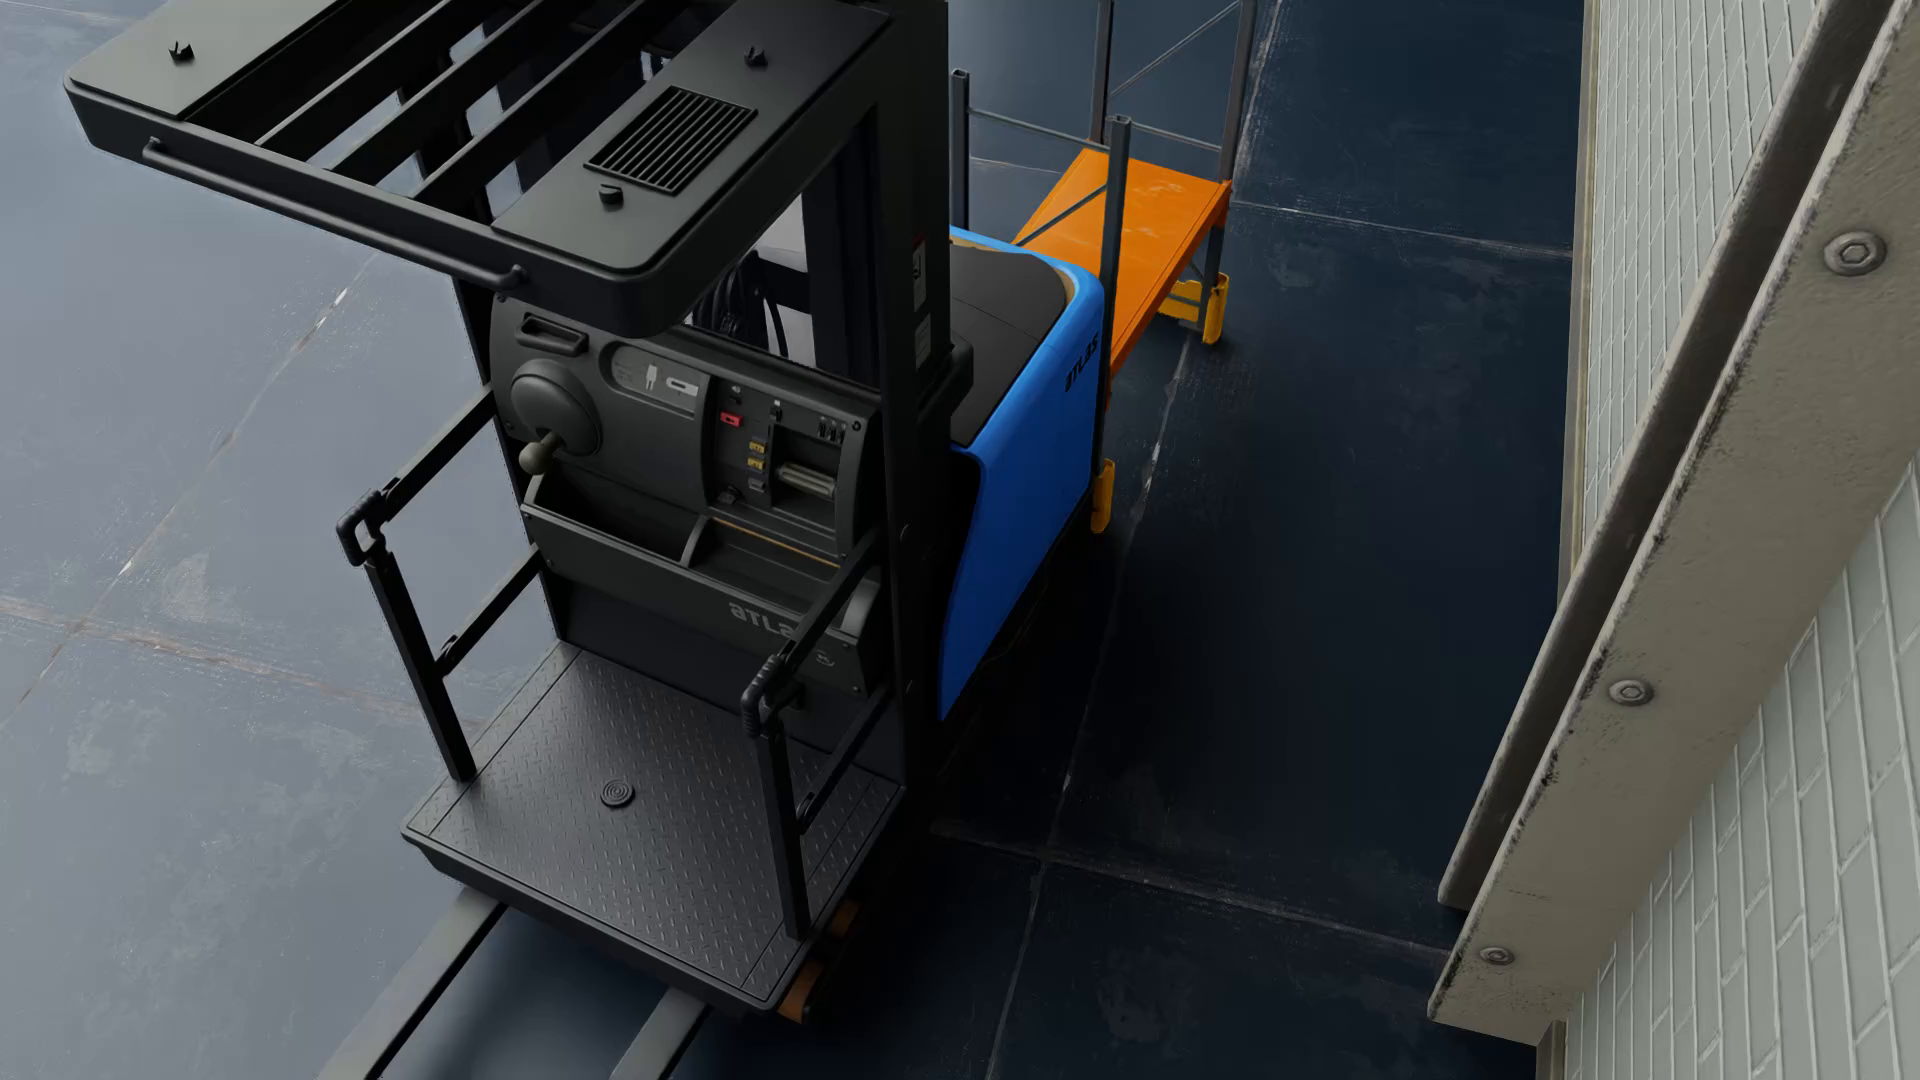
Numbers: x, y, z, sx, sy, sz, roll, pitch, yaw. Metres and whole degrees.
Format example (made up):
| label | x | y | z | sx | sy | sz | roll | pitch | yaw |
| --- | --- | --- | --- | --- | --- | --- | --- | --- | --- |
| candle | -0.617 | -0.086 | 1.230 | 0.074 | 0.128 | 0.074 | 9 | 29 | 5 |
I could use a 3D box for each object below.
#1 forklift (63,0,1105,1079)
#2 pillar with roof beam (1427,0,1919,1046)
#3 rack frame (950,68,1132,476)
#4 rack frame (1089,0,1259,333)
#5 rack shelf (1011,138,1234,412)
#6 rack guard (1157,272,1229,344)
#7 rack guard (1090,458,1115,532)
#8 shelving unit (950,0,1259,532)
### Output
| label | x | y | z | sx | sy | sz | roll | pitch | yaw |
| --- | --- | --- | --- | --- | --- | --- | --- | --- | --- |
| forklift | -0.707 | -0.149 | 3.427 | 1.130 | 2.935 | 3.031 | 21 | 52 | 17 |
| pillar with roof beam | -2.777 | -2.734 | 1.661 | 9.100 | 9.000 | 0.400 | 12 | 50 | 10 |
| rack frame | 0.204 | -0.640 | 4.814 | 0.500 | 1.500 | 0.032 | 21 | 52 | 17 |
| rack frame | 0.660 | -1.321 | 5.416 | 0.500 | 1.500 | 0.032 | 21 | 52 | 17 |
| rack shelf | 0.432 | -0.862 | 5.250 | 0.538 | 0.185 | 1.000 | 21 | 52 | 17 |
| rack guard | 0.651 | -0.895 | 5.873 | 0.587 | 0.250 | 0.087 | 21 | 52 | 17 |
| rack guard | 0.204 | -0.227 | 5.284 | 0.587 | 0.250 | 0.087 | 21 | 52 | 17 |
| shelving unit | 0.427 | -0.975 | 5.110 | 0.587 | 1.500 | 1.083 | 21 | 52 | 17 |
